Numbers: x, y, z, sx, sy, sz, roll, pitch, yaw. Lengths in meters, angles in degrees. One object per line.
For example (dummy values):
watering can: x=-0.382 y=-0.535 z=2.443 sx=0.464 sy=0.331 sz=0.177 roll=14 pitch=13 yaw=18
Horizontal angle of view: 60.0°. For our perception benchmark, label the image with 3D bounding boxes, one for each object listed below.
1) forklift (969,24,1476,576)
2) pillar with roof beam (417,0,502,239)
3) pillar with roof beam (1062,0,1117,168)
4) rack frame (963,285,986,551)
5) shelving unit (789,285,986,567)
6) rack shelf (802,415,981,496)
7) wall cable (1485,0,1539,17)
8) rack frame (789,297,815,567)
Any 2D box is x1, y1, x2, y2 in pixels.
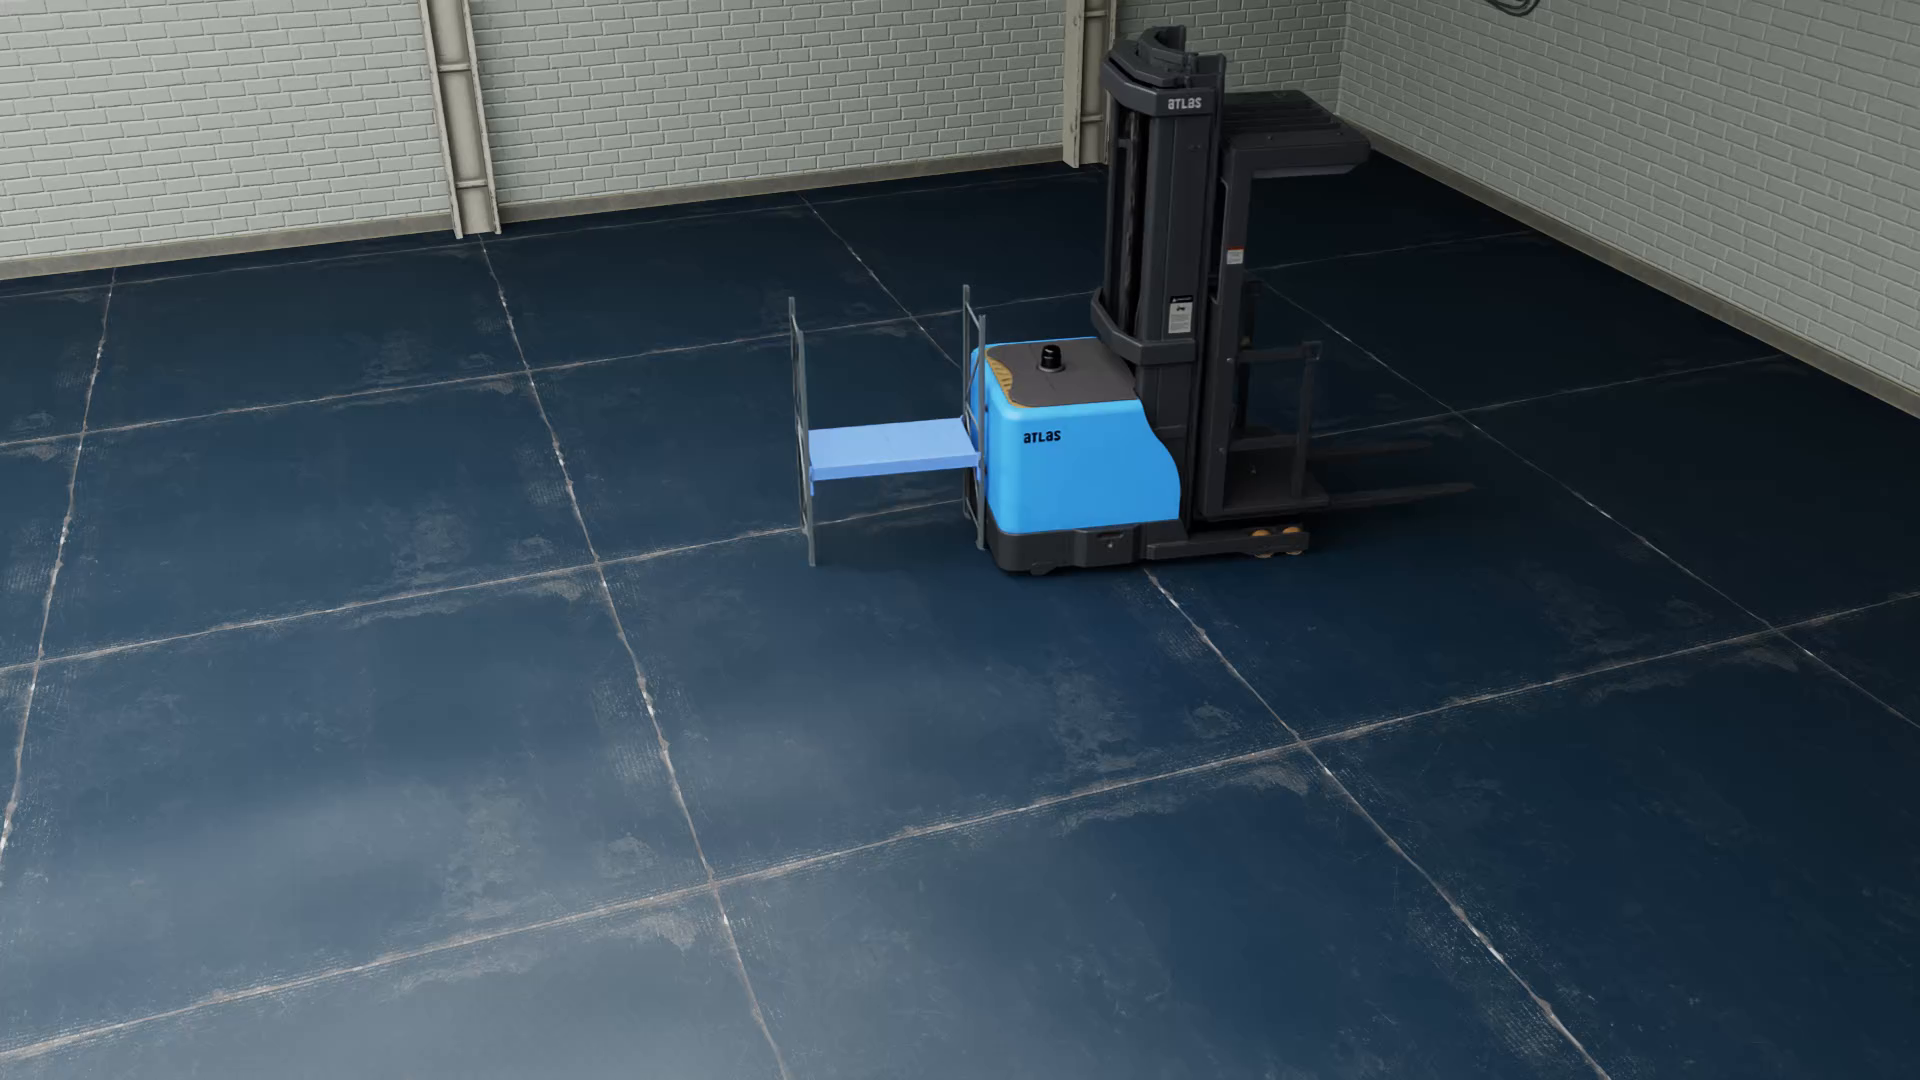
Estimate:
forklift: x=1.621 y=-1.417 z=9.627 sx=3.031 sy=2.935 sz=1.130 roll=-5 pitch=30 yaw=-10
pillar with roof beam: x=-2.851 y=-4.703 z=9.265 sx=0.400 sy=9.000 sz=9.100 roll=-10 pitch=31 yaw=-18
pillar with roof beam: x=2.772 y=-5.739 z=11.083 sx=0.400 sy=9.000 sz=9.100 roll=-10 pitch=31 yaw=-18
rack frame: x=0.081 y=-0.710 z=9.832 sx=0.032 sy=1.500 sz=0.500 roll=-5 pitch=30 yaw=-10
shelving unit: x=-0.418 y=-0.662 z=9.748 sx=1.048 sy=1.500 sz=0.538 roll=-5 pitch=30 yaw=-10
rack shelf: x=-0.418 y=-0.506 z=9.837 sx=1.000 sy=0.185 sz=0.538 roll=-5 pitch=30 yaw=-10
wall cable: x=4.493 y=-6.282 z=15.173 sx=0.112 sy=2.526 sz=3.097 roll=-10 pitch=31 yaw=-18
rack frame: x=-0.917 y=-0.614 z=9.664 sx=0.032 sy=1.500 sz=0.500 roll=-5 pitch=30 yaw=-10
